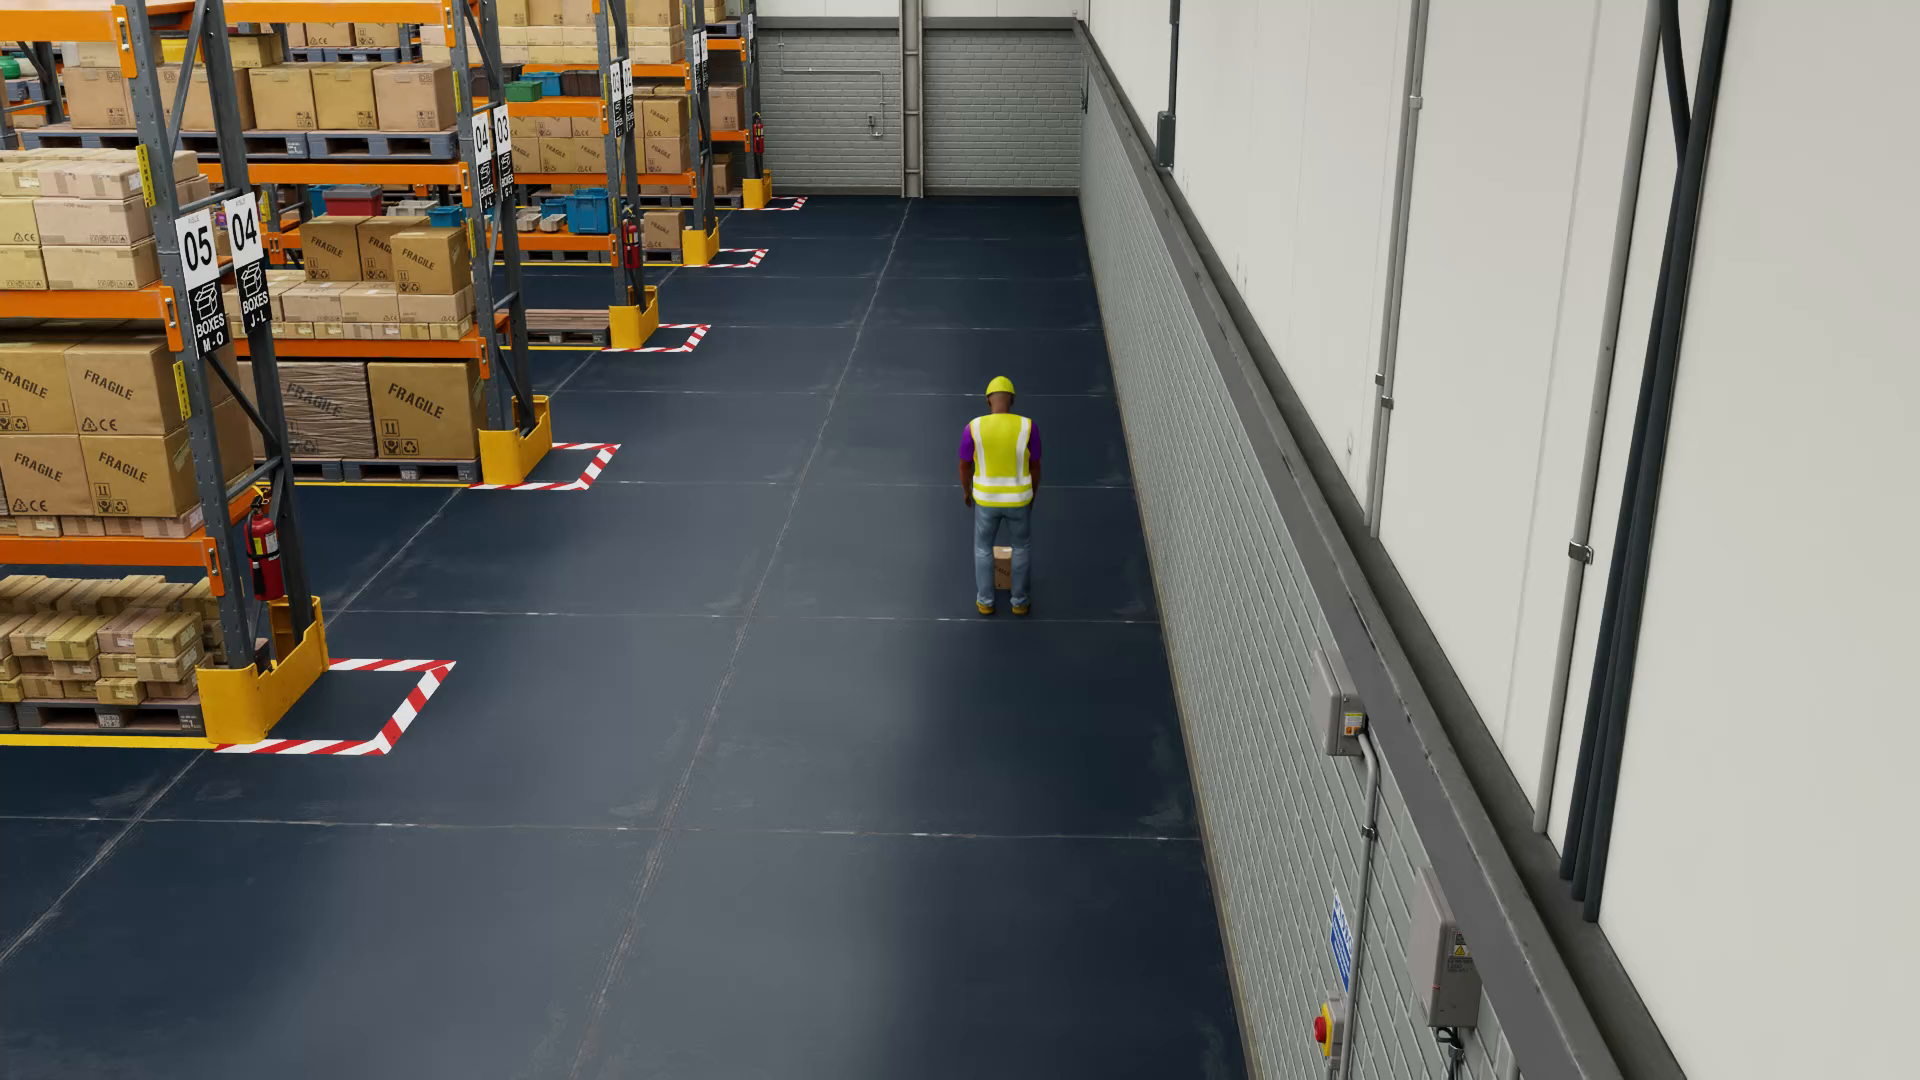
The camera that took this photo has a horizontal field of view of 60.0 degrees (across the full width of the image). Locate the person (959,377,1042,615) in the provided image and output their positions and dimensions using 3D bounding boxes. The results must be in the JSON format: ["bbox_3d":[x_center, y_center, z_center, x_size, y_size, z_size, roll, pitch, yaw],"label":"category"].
[{"bbox_3d":[0.286,-0.311,11.932,0.588,1.725,0.437,1,21,3],"label":"person"}]
